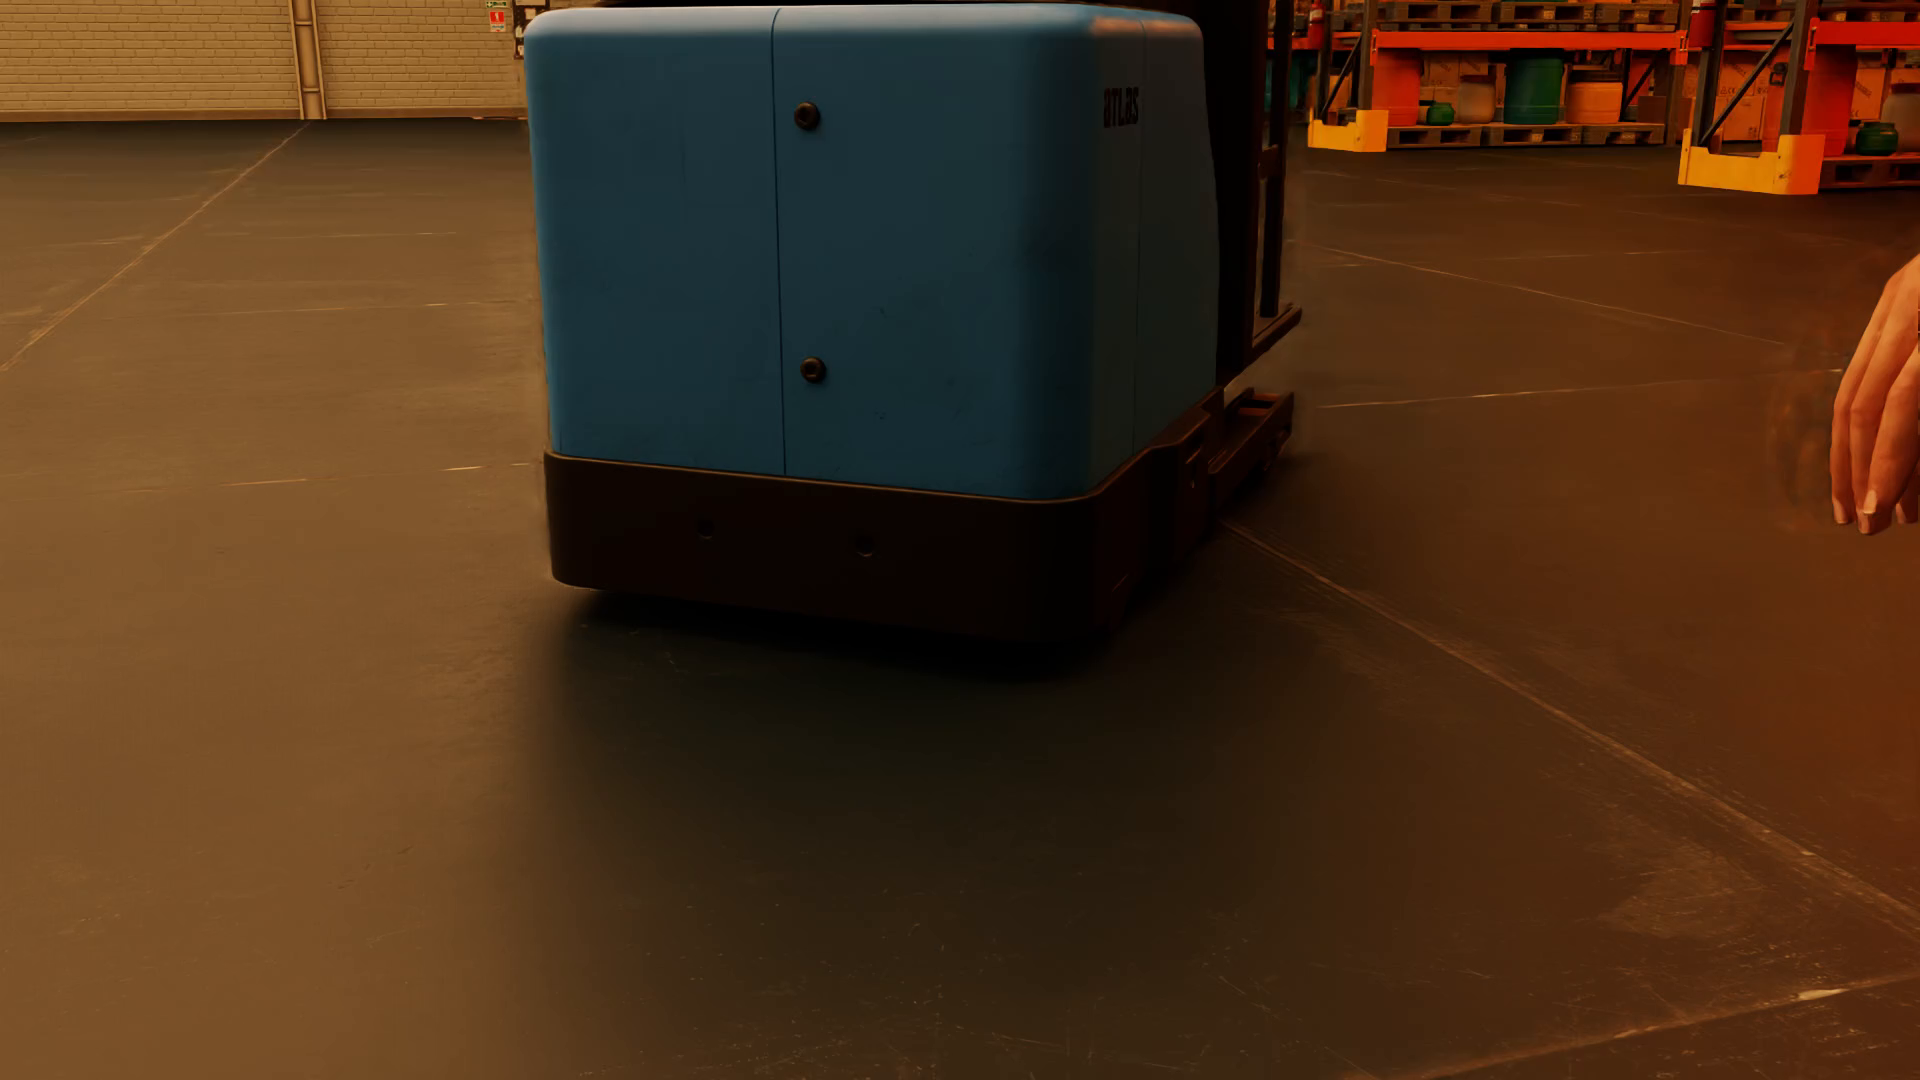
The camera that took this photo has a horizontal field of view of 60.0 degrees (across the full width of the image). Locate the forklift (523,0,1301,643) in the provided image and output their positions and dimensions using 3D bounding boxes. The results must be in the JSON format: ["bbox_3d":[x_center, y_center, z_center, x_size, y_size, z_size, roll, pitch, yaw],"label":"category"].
[{"bbox_3d":[0.231,-1.609,3.846,1.130,2.935,3.031,6,17,20],"label":"forklift"}]
